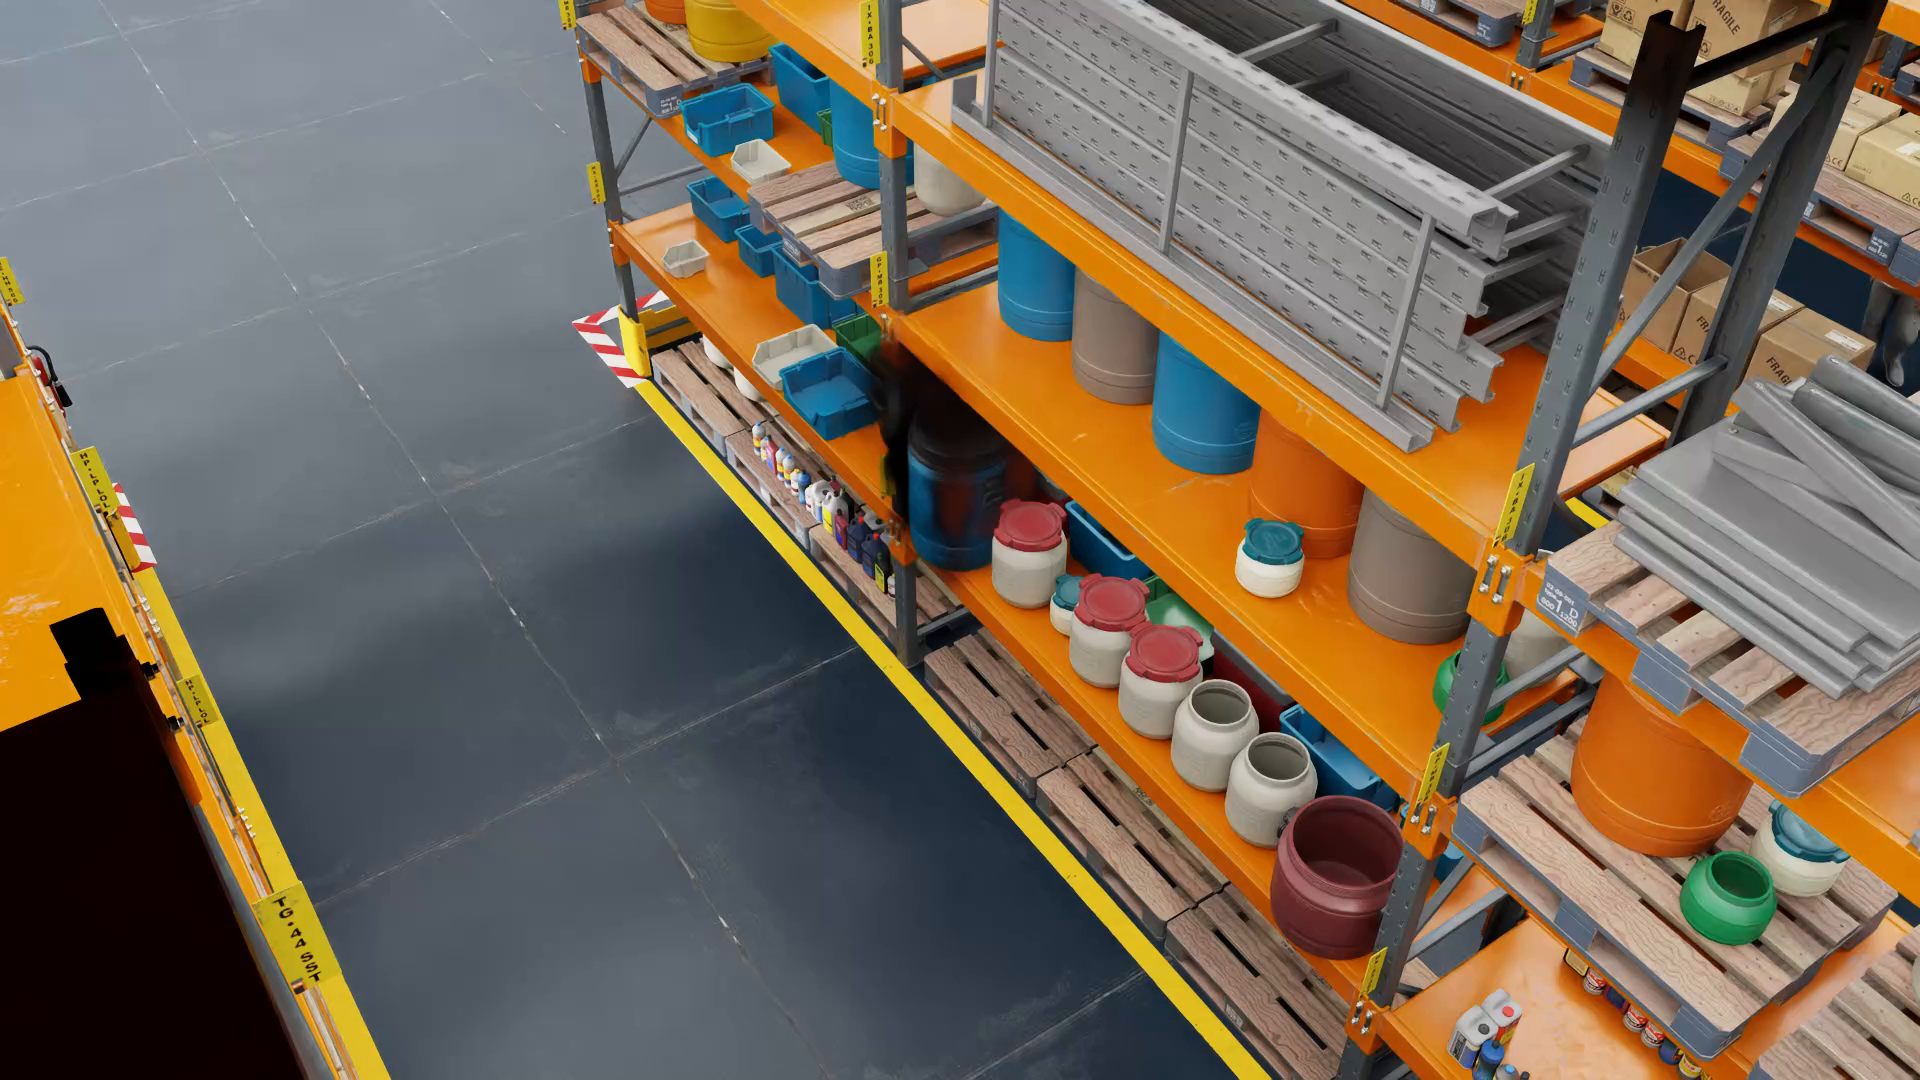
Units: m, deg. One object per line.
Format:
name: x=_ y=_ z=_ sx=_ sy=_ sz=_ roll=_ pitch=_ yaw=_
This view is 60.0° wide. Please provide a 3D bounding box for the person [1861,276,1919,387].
person: x=7.166 y=-1.957 z=12.577 sx=0.552 sy=1.766 sz=0.512 roll=34 pitch=52 yaw=31
